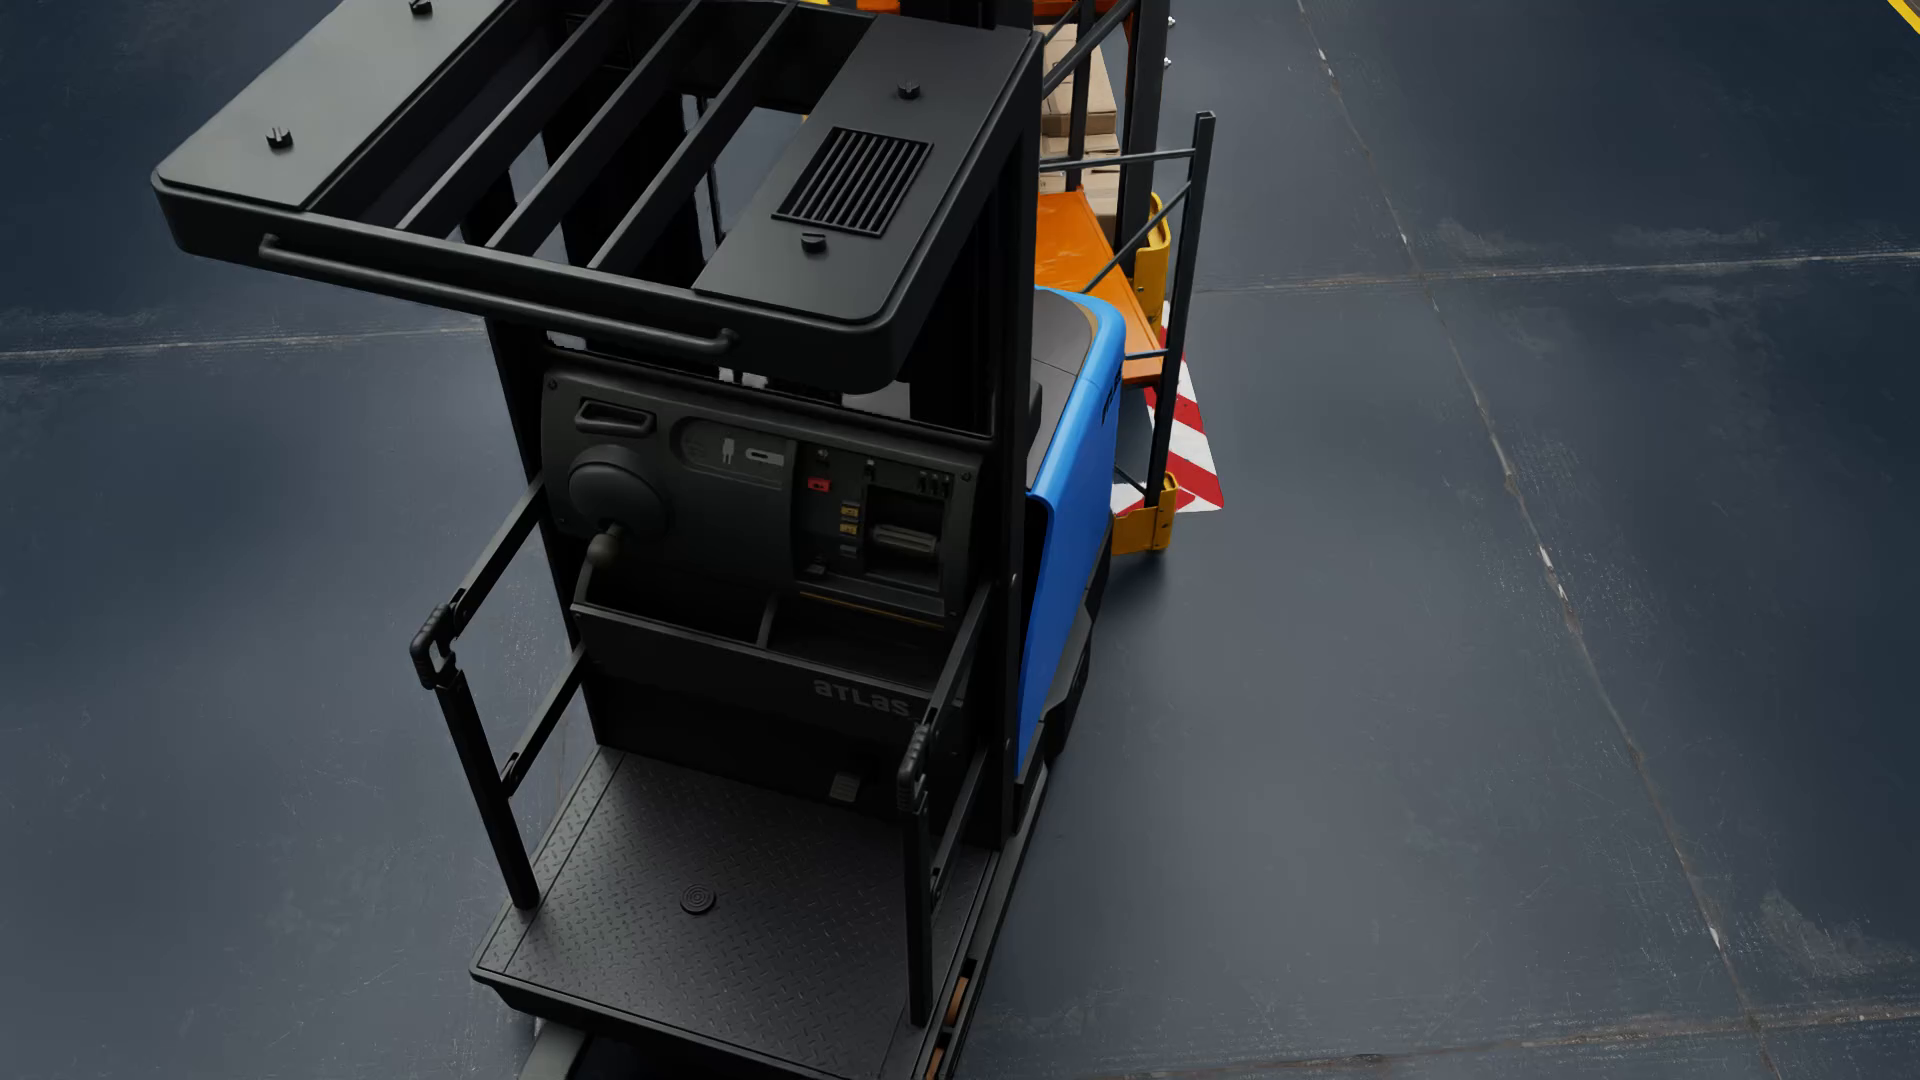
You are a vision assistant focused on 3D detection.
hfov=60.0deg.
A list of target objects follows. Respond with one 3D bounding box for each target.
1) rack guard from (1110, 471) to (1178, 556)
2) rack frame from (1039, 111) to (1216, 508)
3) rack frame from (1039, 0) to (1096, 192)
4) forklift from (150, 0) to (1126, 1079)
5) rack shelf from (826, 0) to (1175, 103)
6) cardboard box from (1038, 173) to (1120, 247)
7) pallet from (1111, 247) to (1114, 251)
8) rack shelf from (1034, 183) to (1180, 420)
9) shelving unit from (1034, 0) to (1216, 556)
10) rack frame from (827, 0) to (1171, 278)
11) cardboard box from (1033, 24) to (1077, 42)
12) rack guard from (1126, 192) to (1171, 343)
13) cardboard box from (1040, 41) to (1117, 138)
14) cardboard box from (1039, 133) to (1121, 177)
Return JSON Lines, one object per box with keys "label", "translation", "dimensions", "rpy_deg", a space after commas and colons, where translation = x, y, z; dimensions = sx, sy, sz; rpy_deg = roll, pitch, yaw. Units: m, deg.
{"label": "rack guard", "translation": [0.364, -0.052, 5.068], "dimensions": [0.587, 0.250, 0.087], "rpy_deg": [-8, 46, -10]}
{"label": "rack frame", "translation": [0.376, -0.494, 4.626], "dimensions": [0.500, 1.500, 0.032], "rpy_deg": [-8, 46, -10]}
{"label": "rack frame", "translation": [0.149, -1.196, 5.325], "dimensions": [0.500, 1.500, 0.032], "rpy_deg": [-8, 46, -10]}
{"label": "forklift", "translation": [-0.478, 0.017, 3.215], "dimensions": [1.130, 2.935, 3.031], "rpy_deg": [13, 48, 12]}
{"label": "rack shelf", "translation": [-0.055, -2.880, 6.407], "dimensions": [1.077, 0.370, 4.000], "rpy_deg": [-3, 47, -3]}
{"label": "cardboard box", "translation": [0.420, -1.175, 5.957], "dimensions": [0.380, 0.149, 0.250], "rpy_deg": [-3, 47, -3]}
{"label": "pallet", "translation": [0.039, -1.353, 6.386], "dimensions": [1.003, 0.211, 1.213], "rpy_deg": [-3, 47, -3]}
{"label": "rack shelf", "translation": [0.259, -0.718, 5.102], "dimensions": [0.538, 0.185, 1.000], "rpy_deg": [-8, 46, -10]}
{"label": "shelving unit", "translation": [0.264, -0.839, 4.969], "dimensions": [0.587, 1.500, 1.083], "rpy_deg": [-8, 46, -10]}
{"label": "rack frame", "translation": [0.113, -1.680, 4.775], "dimensions": [1.000, 3.000, 0.127], "rpy_deg": [-3, 47, -3]}
{"label": "cardboard box", "translation": [0.266, -2.020, 6.688], "dimensions": [0.500, 0.250, 0.500], "rpy_deg": [-3, 47, -3]}
{"label": "rack guard", "translation": [0.106, -0.876, 5.735], "dimensions": [1.175, 0.500, 0.348], "rpy_deg": [-3, 47, -3]}
{"label": "cardboard box", "translation": [0.308, -1.658, 6.345], "dimensions": [0.500, 0.250, 0.500], "rpy_deg": [-3, 47, -3]}
{"label": "cardboard box", "translation": [0.399, -1.362, 6.122], "dimensions": [0.380, 0.166, 0.250], "rpy_deg": [-3, 47, -3]}
